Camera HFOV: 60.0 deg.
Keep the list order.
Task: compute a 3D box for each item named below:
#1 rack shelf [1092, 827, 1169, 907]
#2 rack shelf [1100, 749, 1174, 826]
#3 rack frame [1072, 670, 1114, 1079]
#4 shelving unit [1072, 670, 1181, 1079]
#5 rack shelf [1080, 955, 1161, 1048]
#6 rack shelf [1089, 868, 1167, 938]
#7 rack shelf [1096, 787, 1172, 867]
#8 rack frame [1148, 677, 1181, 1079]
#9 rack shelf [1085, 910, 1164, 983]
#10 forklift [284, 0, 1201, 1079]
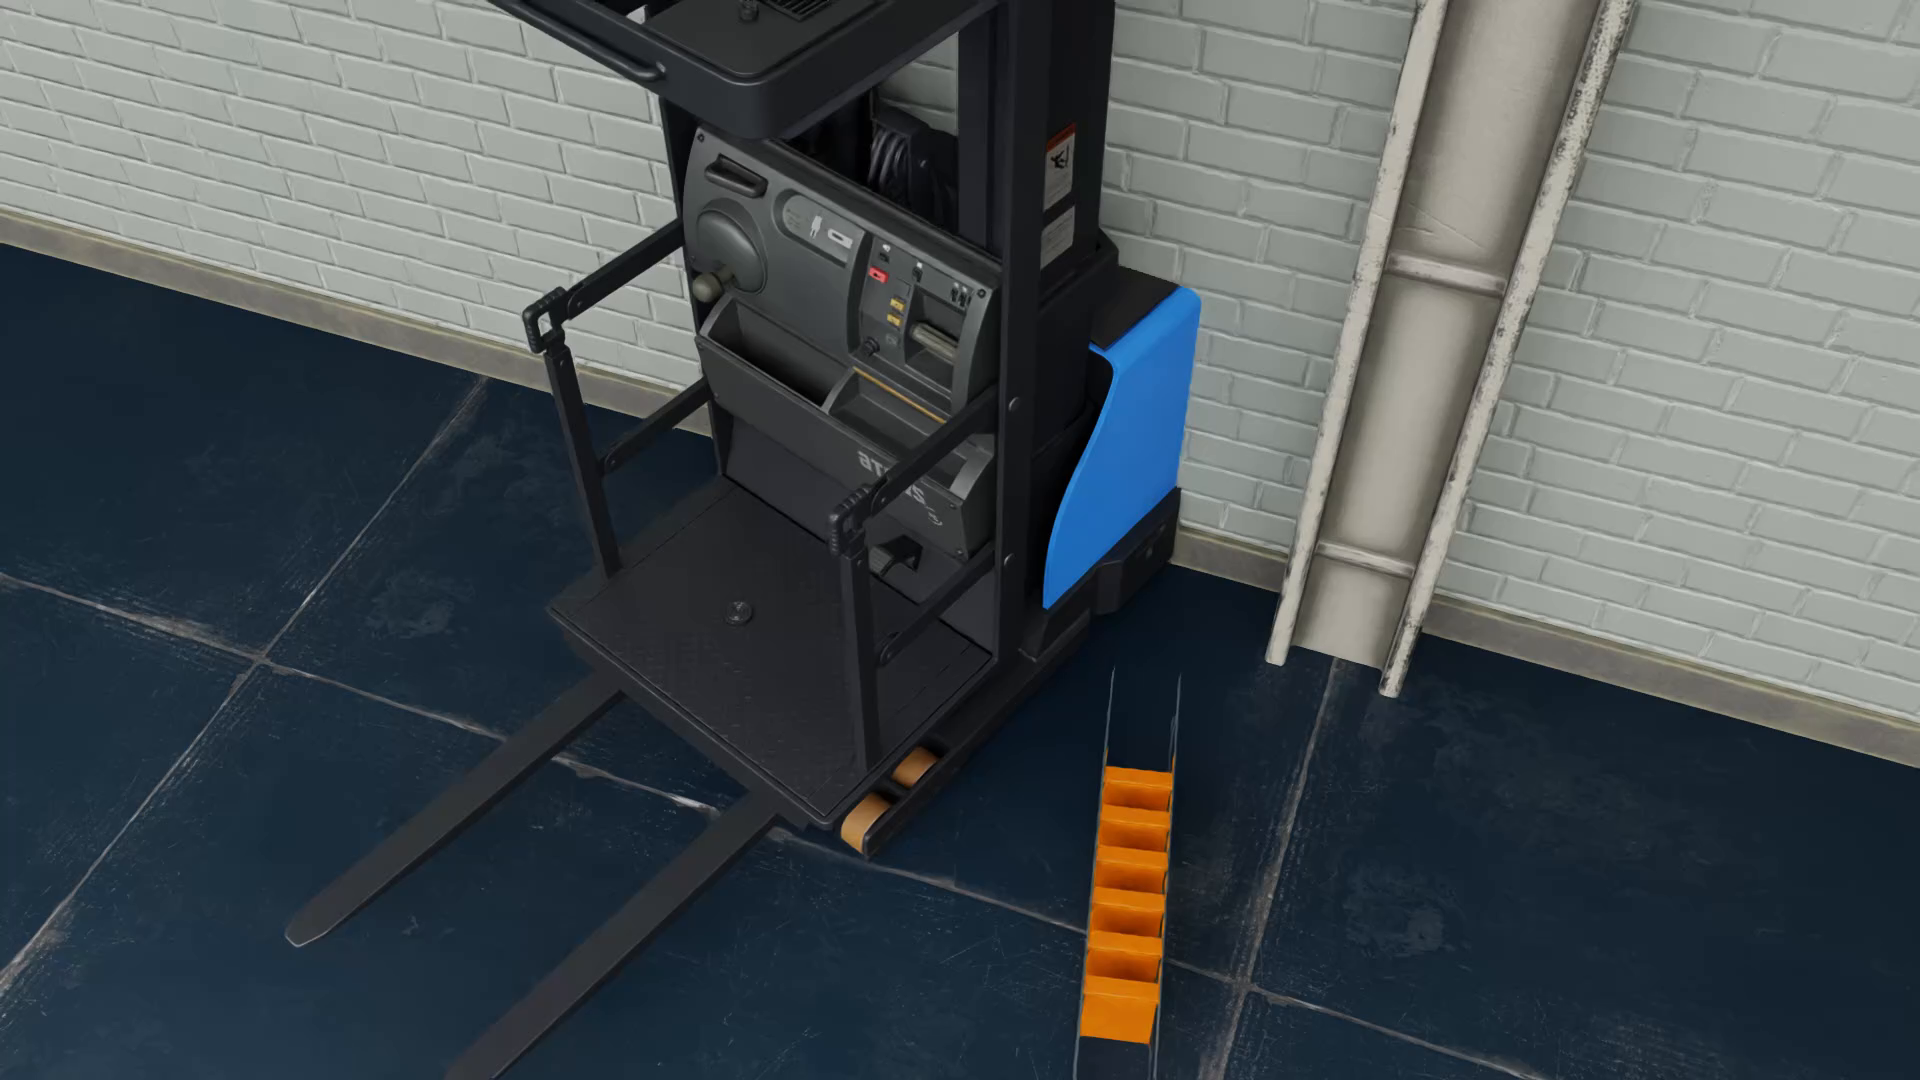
[{"bbox_3d":[0.438,0.862,4.308,0.180,0.258,0.103,6,49,5],"label":"rack shelf"},{"bbox_3d":[0.471,0.682,4.464,0.180,0.258,0.103,6,49,5],"label":"rack shelf"},{"bbox_3d":[0.342,0.886,4.288,0.006,0.240,1.200,6,49,5],"label":"rack frame"},{"bbox_3d":[0.432,0.895,4.280,0.189,0.258,1.200,6,49,5],"label":"shelving unit"},{"bbox_3d":[0.389,1.131,4.075,0.180,0.258,0.103,6,49,5],"label":"rack shelf"},{"bbox_3d":[0.422,0.952,4.230,0.180,0.258,0.103,6,49,5],"label":"rack shelf"},{"bbox_3d":[0.455,0.772,4.386,0.180,0.258,0.103,6,49,5],"label":"rack shelf"},{"bbox_3d":[0.523,0.904,4.271,0.006,0.240,1.200,6,49,5],"label":"rack frame"},{"bbox_3d":[0.406,1.041,4.153,0.180,0.258,0.103,6,49,5],"label":"rack shelf"},{"bbox_3d":[-0.439,-0.548,3.785,1.130,2.935,3.031,33,57,25],"label":"forklift"}]
